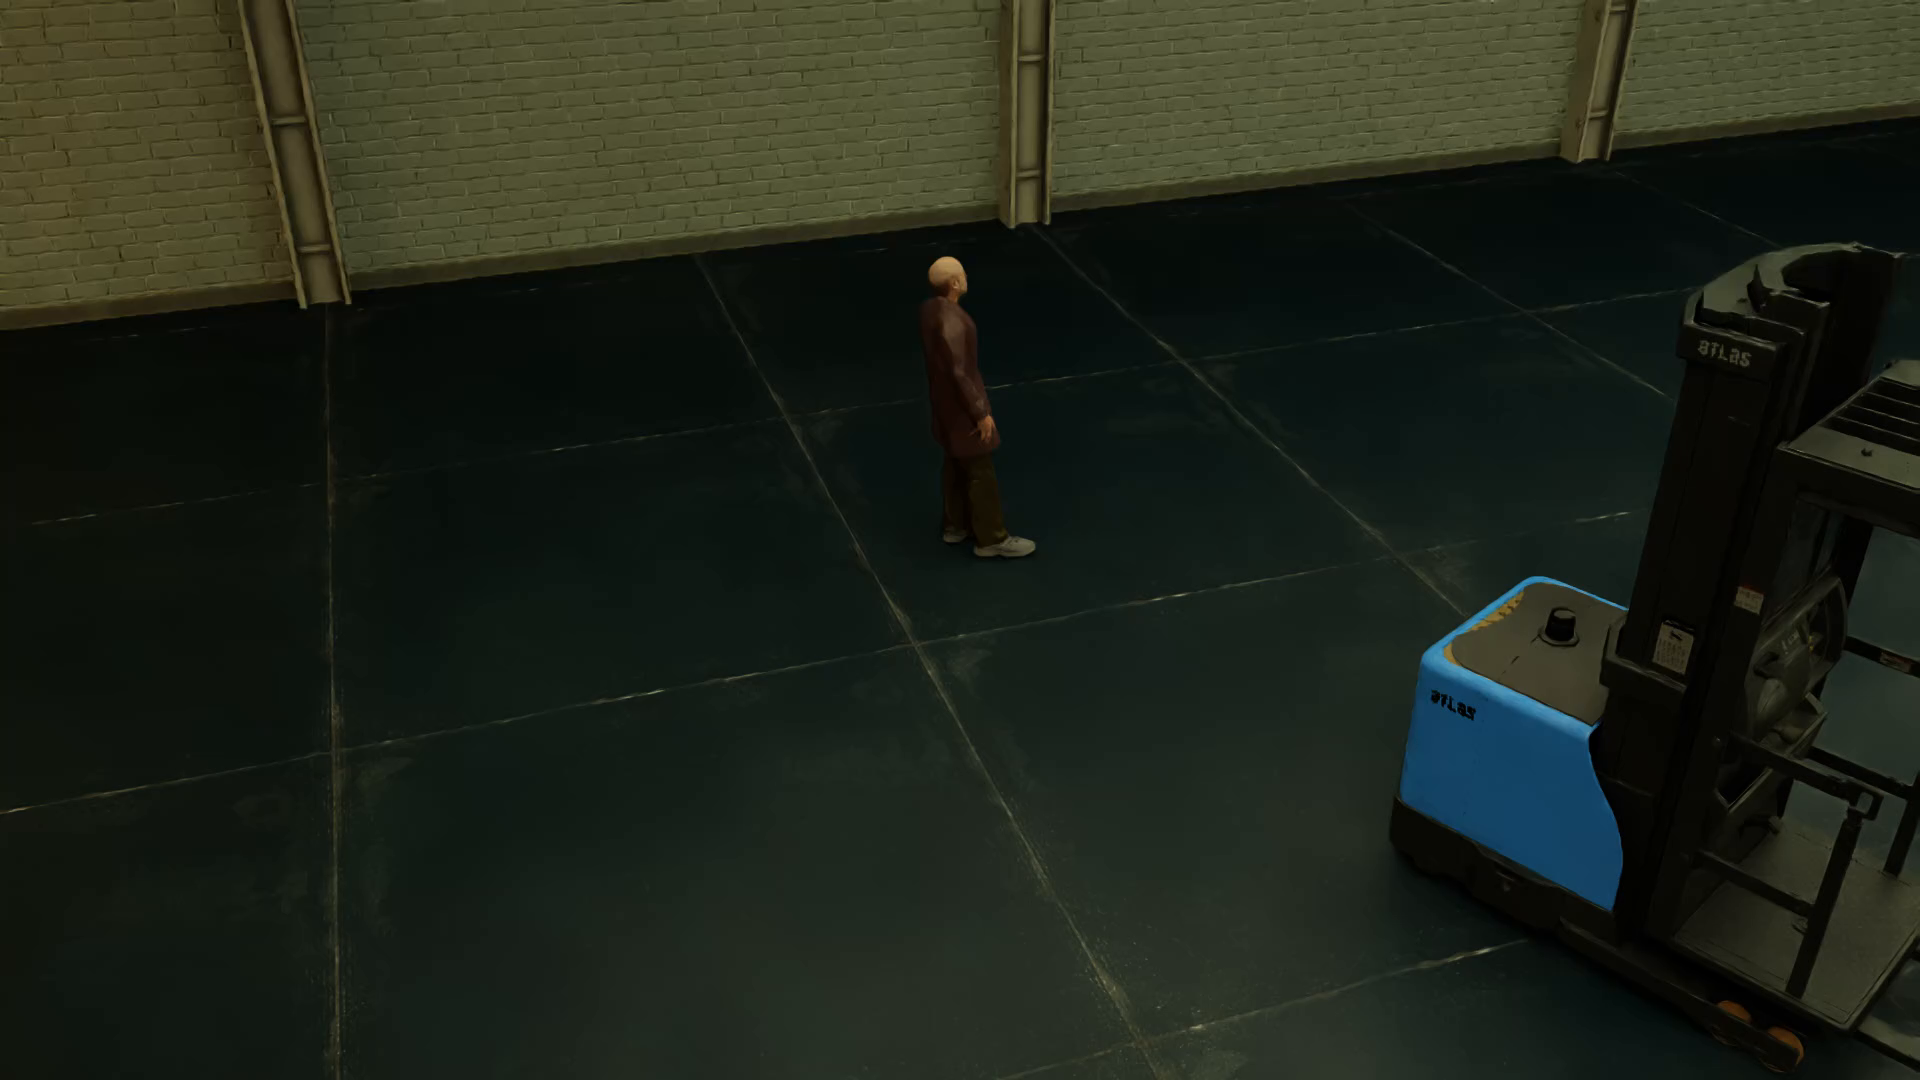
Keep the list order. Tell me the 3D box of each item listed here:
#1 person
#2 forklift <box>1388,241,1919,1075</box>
[{"bbox_3d":[0.088,-0.789,9.600,0.580,1.776,0.694,-10,31,-16],"label":"person"},{"bbox_3d":[3.334,0.497,6.224,1.130,2.935,3.031,-26,39,-37],"label":"forklift"}]
